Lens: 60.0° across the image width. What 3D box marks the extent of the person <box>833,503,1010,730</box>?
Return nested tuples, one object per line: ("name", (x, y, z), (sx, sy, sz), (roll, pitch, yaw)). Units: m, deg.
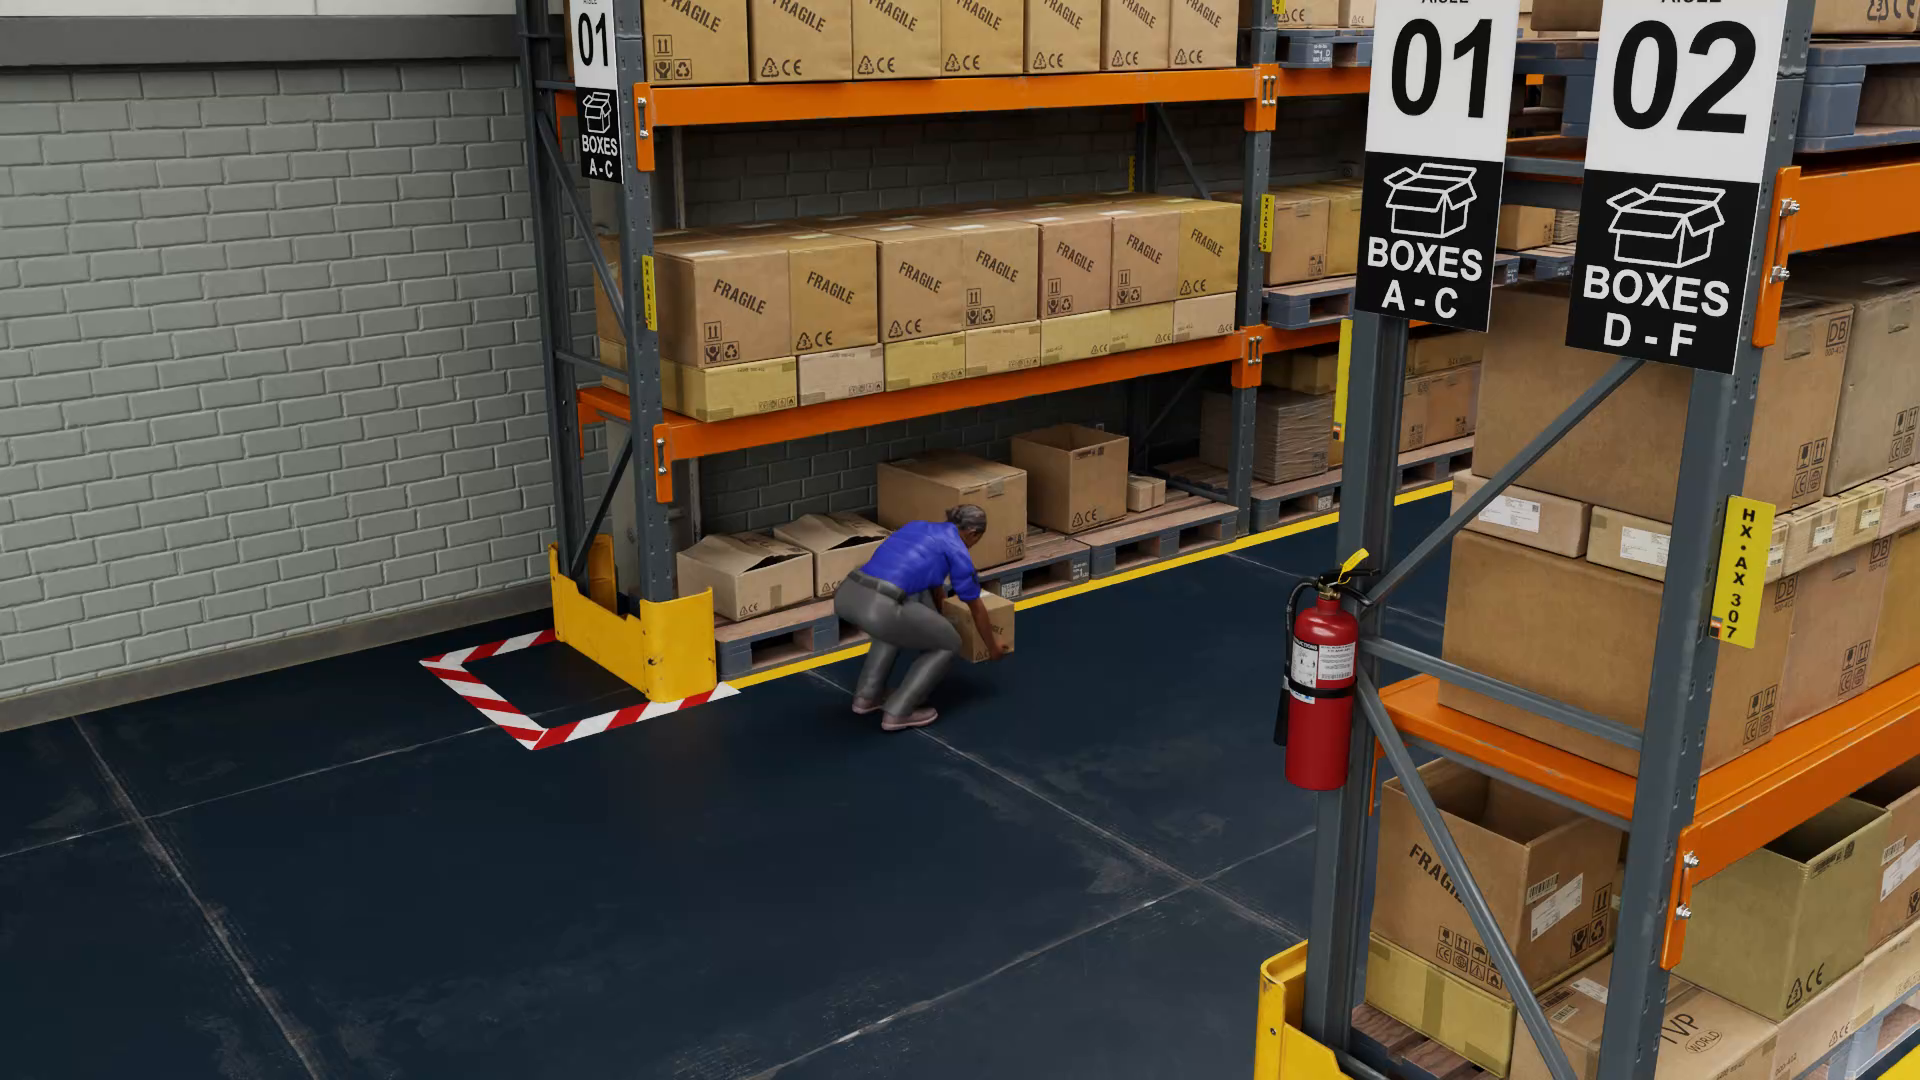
("person", (-0.186, 0.342, 7.685), (0.870, 0.938, 0.472), (-15, 23, -38))
